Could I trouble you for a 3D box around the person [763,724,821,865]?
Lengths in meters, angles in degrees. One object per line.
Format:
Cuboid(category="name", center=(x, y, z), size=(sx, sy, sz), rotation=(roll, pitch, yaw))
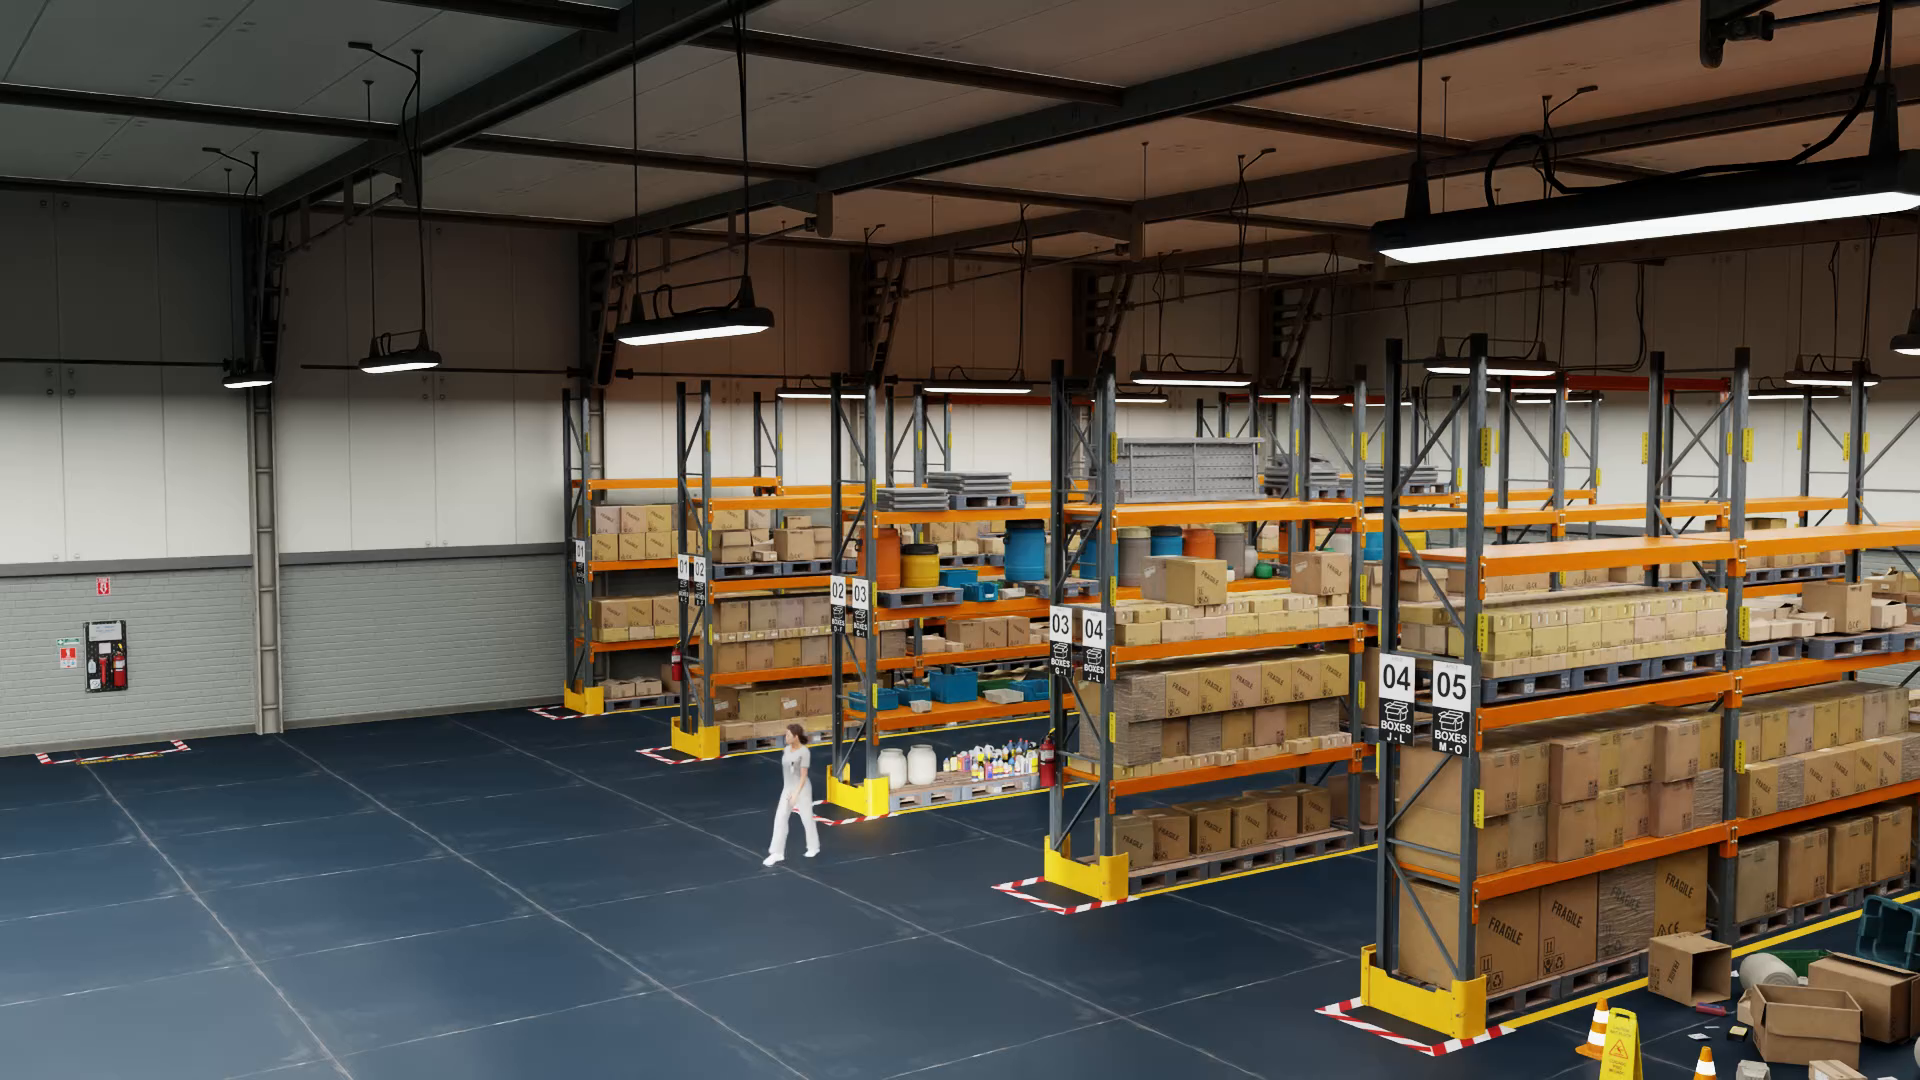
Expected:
Cuboid(category="person", center=(-2.016, 3.036, 20.018), size=(0.460, 1.641, 0.875), rotation=(3, 4, 35))
